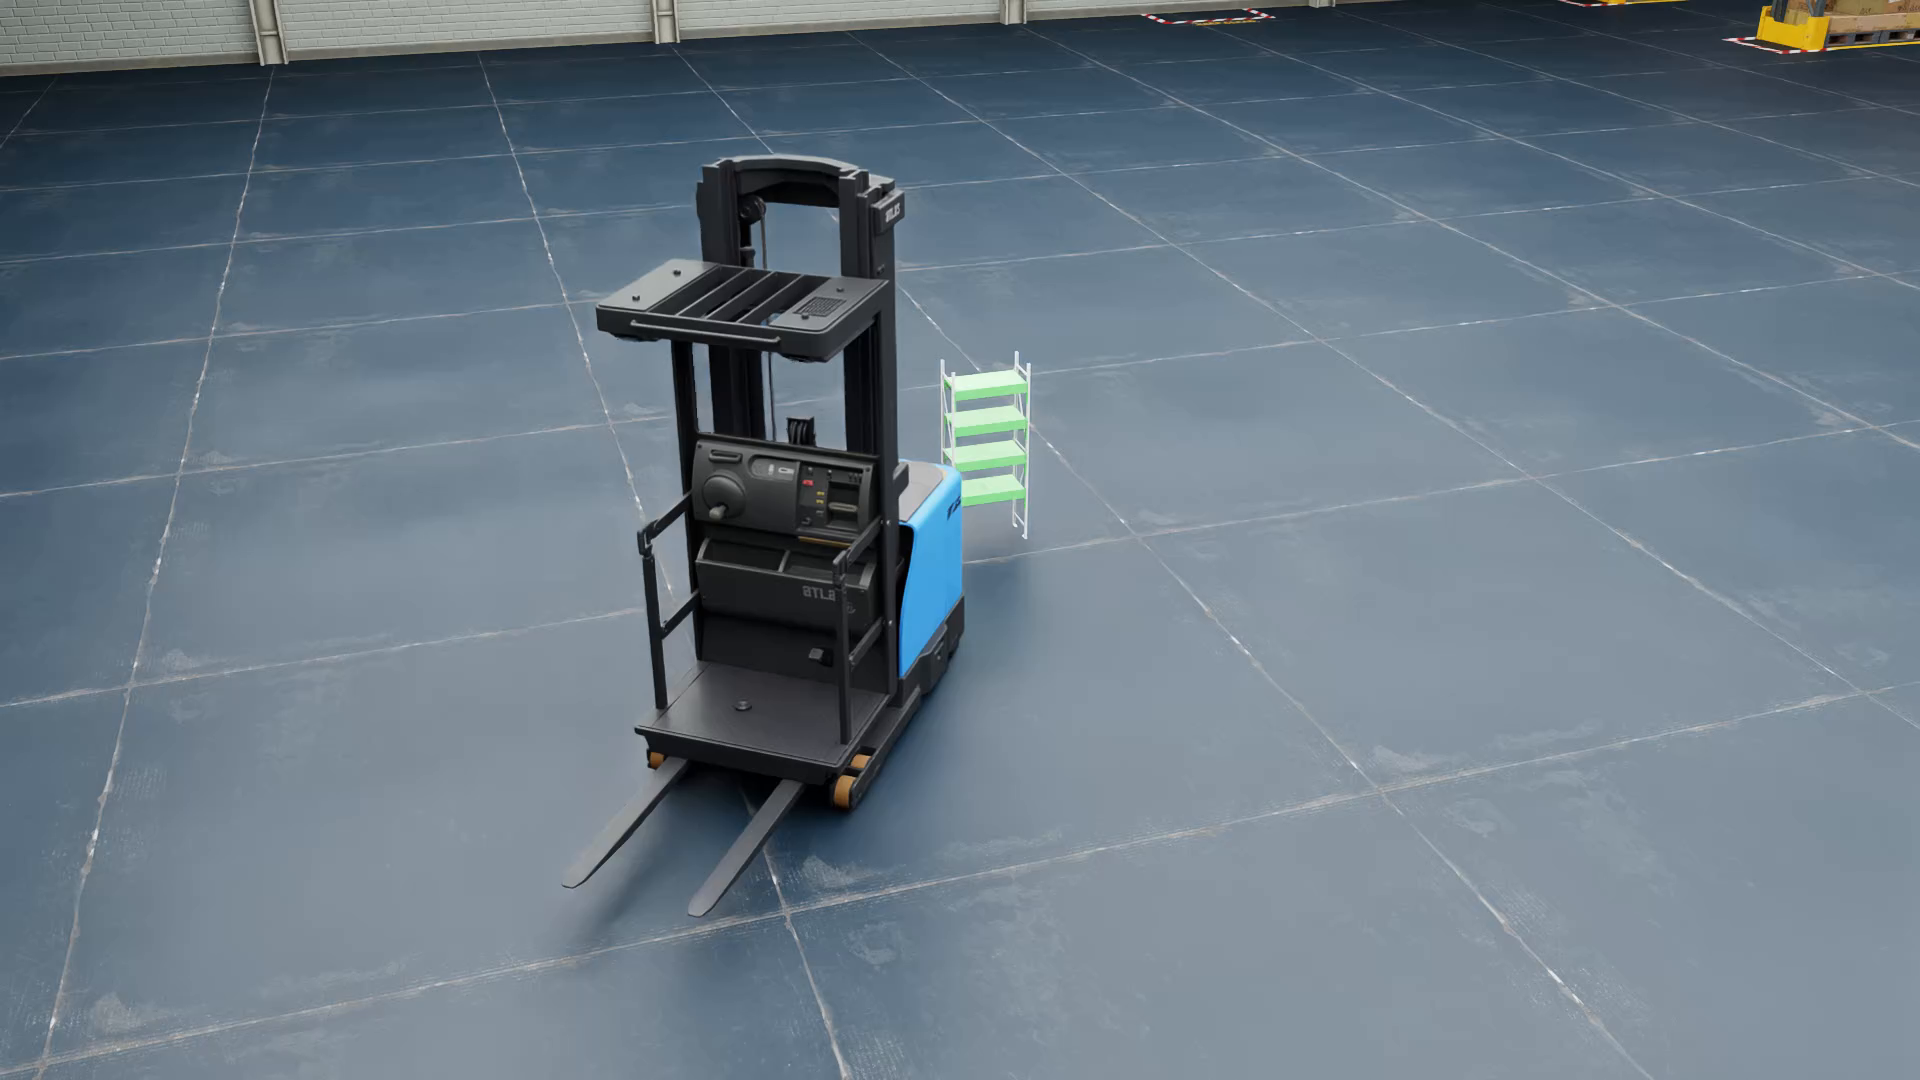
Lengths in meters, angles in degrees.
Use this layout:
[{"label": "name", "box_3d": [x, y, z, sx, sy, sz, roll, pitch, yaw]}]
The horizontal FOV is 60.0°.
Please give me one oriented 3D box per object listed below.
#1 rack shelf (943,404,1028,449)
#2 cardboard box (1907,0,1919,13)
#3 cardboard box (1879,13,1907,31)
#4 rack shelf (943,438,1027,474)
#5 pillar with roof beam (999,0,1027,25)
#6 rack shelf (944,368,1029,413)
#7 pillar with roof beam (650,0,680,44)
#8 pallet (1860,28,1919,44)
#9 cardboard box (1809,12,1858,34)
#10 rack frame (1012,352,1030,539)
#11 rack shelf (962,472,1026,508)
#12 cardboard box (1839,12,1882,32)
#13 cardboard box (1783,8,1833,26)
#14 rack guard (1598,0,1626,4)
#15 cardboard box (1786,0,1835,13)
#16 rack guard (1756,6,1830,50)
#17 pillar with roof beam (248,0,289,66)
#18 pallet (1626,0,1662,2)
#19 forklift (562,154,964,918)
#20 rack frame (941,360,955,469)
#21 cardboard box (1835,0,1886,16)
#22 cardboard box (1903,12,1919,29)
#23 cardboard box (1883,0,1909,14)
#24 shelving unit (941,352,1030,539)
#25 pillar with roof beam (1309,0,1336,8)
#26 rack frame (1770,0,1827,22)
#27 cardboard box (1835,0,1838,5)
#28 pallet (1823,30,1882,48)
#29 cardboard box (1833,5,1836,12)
[{"label": "rack shelf", "box_3d": [0.157, -0.718, 10.451, 0.480, 0.148, 0.258, -8, 28, -16]}, {"label": "cardboard box", "box_3d": [15.472, -8.875, 27.031, 0.500, 0.500, 0.500, -8, 28, -16]}, {"label": "cardboard box", "box_3d": [14.994, -8.473, 27.064, 0.500, 0.250, 0.500, -8, 28, -16]}, {"label": "rack shelf", "box_3d": [0.157, -0.503, 10.558, 0.480, 0.148, 0.258, -8, 28, -16]}, {"label": "pillar with roof beam", "box_3d": [2.249, -11.168, 23.126, 0.400, 9.000, 9.100, -8, 28, -16]}, {"label": "rack shelf", "box_3d": [0.157, -0.933, 10.344, 0.480, 0.148, 0.258, -8, 28, -16]}, {"label": "pillar with roof beam", "box_3d": [-3.456, -10.342, 21.462, 0.400, 9.000, 9.100, -8, 28, -16]}, {"label": "pallet", "box_3d": [15.338, -8.438, 27.509, 1.213, 0.211, 1.003, -8, 28, -16]}, {"label": "cardboard box", "box_3d": [14.045, -8.334, 26.784, 0.500, 0.250, 0.500, -8, 28, -16]}, {"label": "rack frame", "box_3d": [0.389, -0.594, 10.597, 0.015, 1.200, 0.240, -8, 28, -16]}, {"label": "rack shelf", "box_3d": [0.157, -0.288, 10.664, 0.480, 0.148, 0.258, -8, 28, -16]}, {"label": "cardboard box", "box_3d": [14.519, -8.404, 26.925, 0.500, 0.250, 0.500, -8, 28, -16]}, {"label": "cardboard box", "box_3d": [13.884, -8.553, 27.225, 0.500, 0.250, 0.500, -8, 28, -16]}, {"label": "rack guard", "box_3d": [12.001, -10.382, 31.101, 0.348, 0.500, 1.175, -8, 28, -16]}, {"label": "cardboard box", "box_3d": [13.884, -8.890, 27.060, 0.500, 0.500, 0.500, -8, 28, -16]}, {"label": "rack guard", "box_3d": [13.443, -8.275, 26.855, 0.348, 0.500, 1.175, -8, 28, -16]}, {"label": "pillar with roof beam", "box_3d": [-9.161, -9.516, 19.798, 0.400, 9.000, 9.100, -8, 28, -16]}, {"label": "pallet", "box_3d": [12.784, -10.350, 31.360, 1.213, 0.211, 1.003, -8, 28, -16]}, {"label": "forklift", "box_3d": [-0.931, -0.203, 7.862, 1.130, 2.935, 3.031, 9, 28, 17]}, {"label": "rack frame", "box_3d": [-0.075, -0.527, 10.461, 0.015, 1.200, 0.240, -8, 28, -16]}, {"label": "cardboard box", "box_3d": [14.519, -8.739, 26.757, 0.500, 0.500, 0.500, -8, 28, -16]}, {"label": "cardboard box", "box_3d": [15.471, -8.540, 27.198, 0.500, 0.250, 0.500, -8, 28, -16]}, {"label": "cardboard box", "box_3d": [14.991, -8.814, 26.907, 0.500, 0.500, 0.500, -8, 28, -16]}, {"label": "shelving unit", "box_3d": [0.157, -0.560, 10.529, 0.503, 1.200, 0.258, -8, 28, -16]}, {"label": "pillar with roof beam", "box_3d": [7.954, -11.994, 24.790, 0.400, 9.000, 9.100, -8, 28, -16]}, {"label": "rack frame", "box_3d": [13.466, -9.398, 26.306, 0.127, 3.000, 1.000, -8, 28, -16]}, {"label": "cardboard box", "box_3d": [14.830, -9.034, 27.350, 0.500, 0.500, 0.500, -8, 28, -16]}, {"label": "pallet", "box_3d": [14.180, -8.272, 27.174, 1.213, 0.211, 1.003, -8, 28, -16]}, {"label": "cardboard box", "box_3d": [14.356, -8.627, 27.374, 0.500, 0.250, 0.500, -8, 28, -16]}]
